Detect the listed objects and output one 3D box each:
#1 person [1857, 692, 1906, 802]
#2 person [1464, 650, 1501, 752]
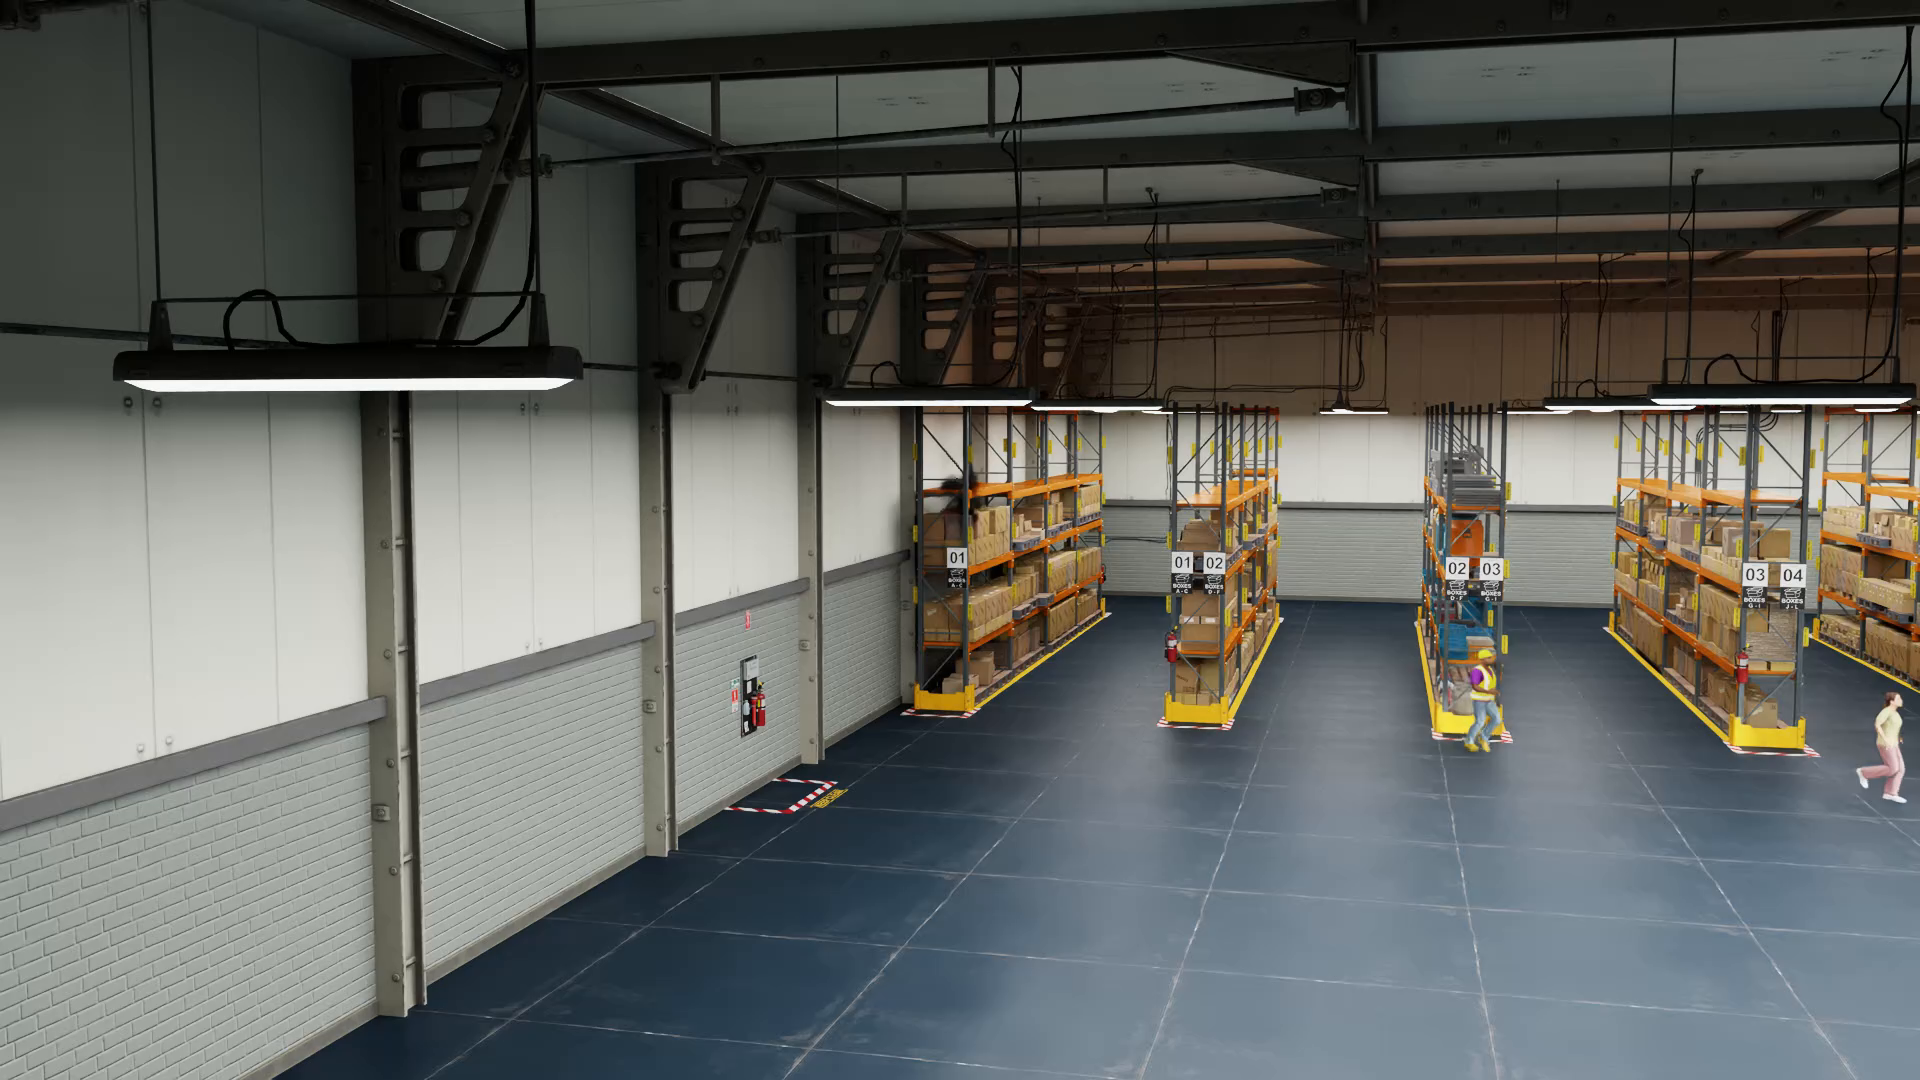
[{"bbox_3d":[13.878,3.073,24.967,0.672,1.639,0.602,4,6,42],"label":"person"},{"bbox_3d":[8.988,2.757,28.438,0.725,1.779,0.692,-3,5,-40],"label":"person"}]
